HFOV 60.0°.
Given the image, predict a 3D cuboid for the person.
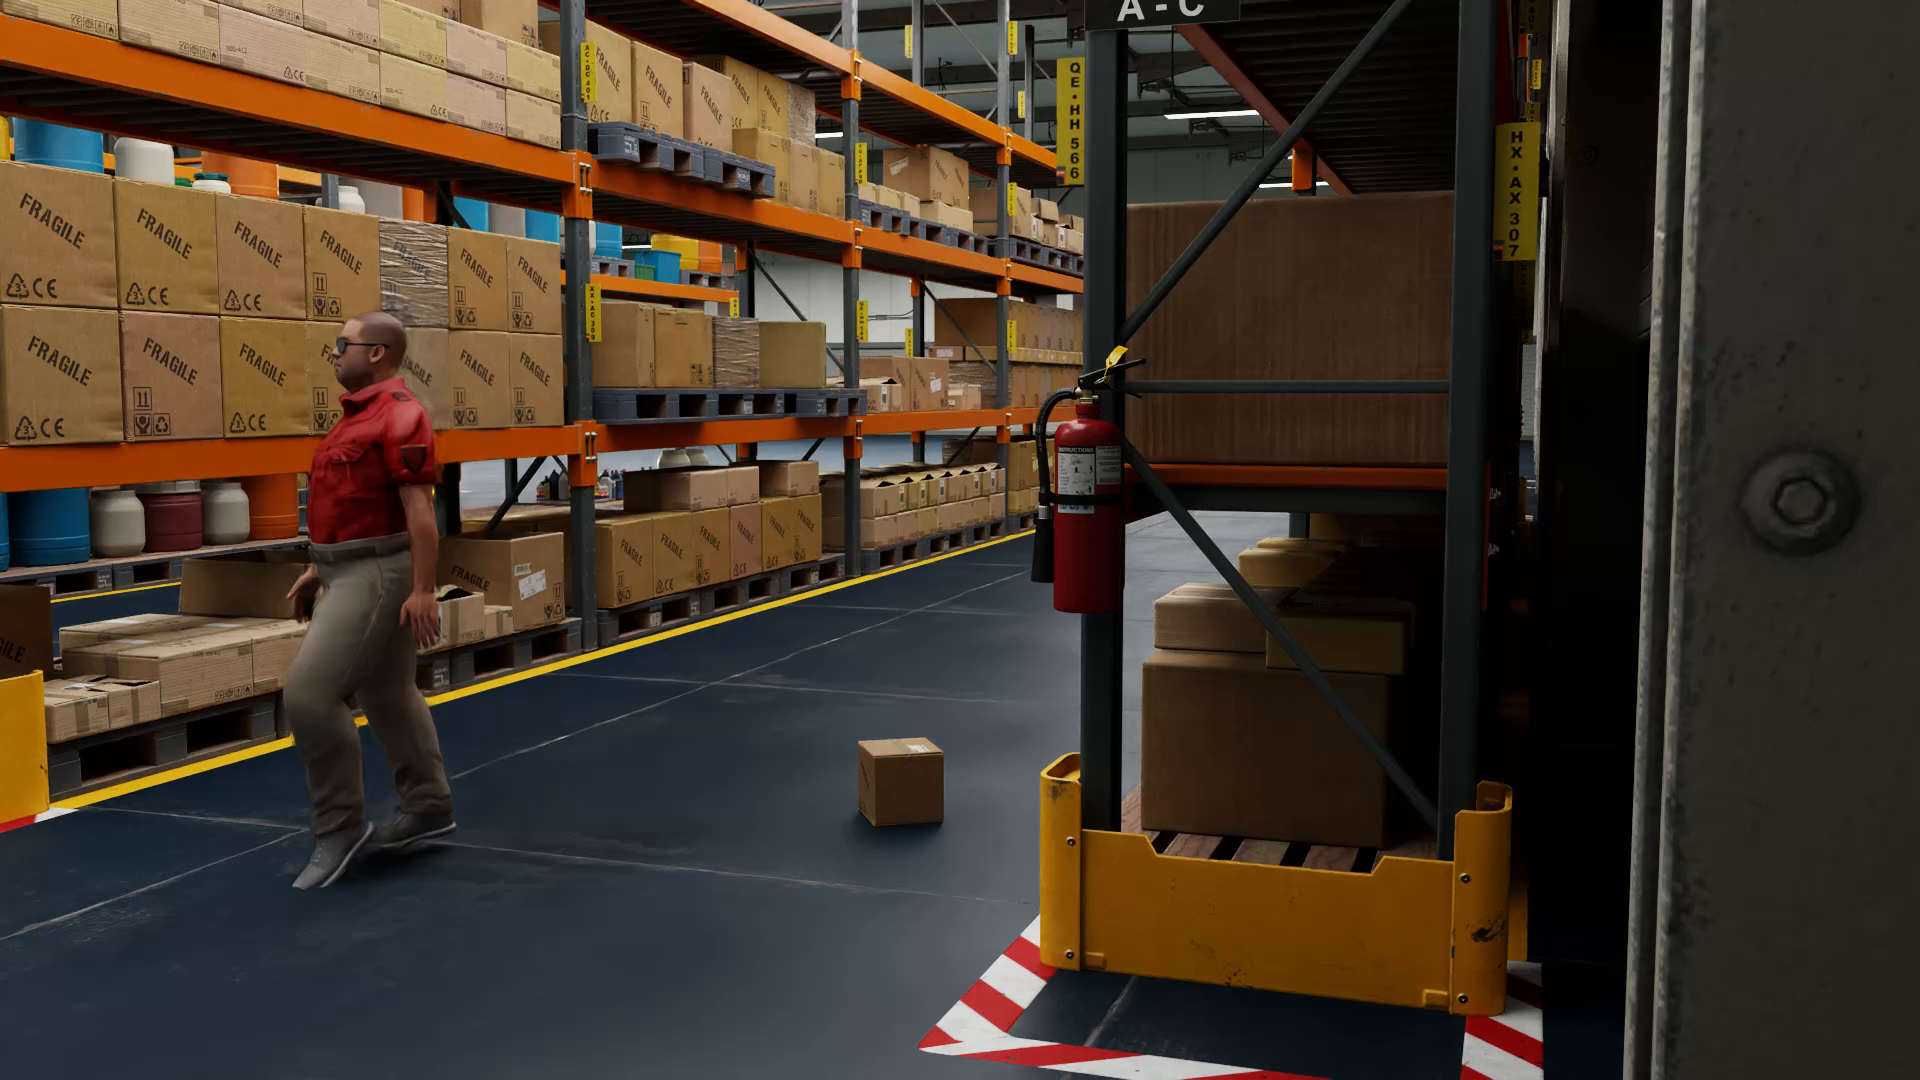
[{"bbox_3d":[-1.875,0.187,5.232,0.553,1.800,0.588,-3,6,-30],"label":"person"}]
